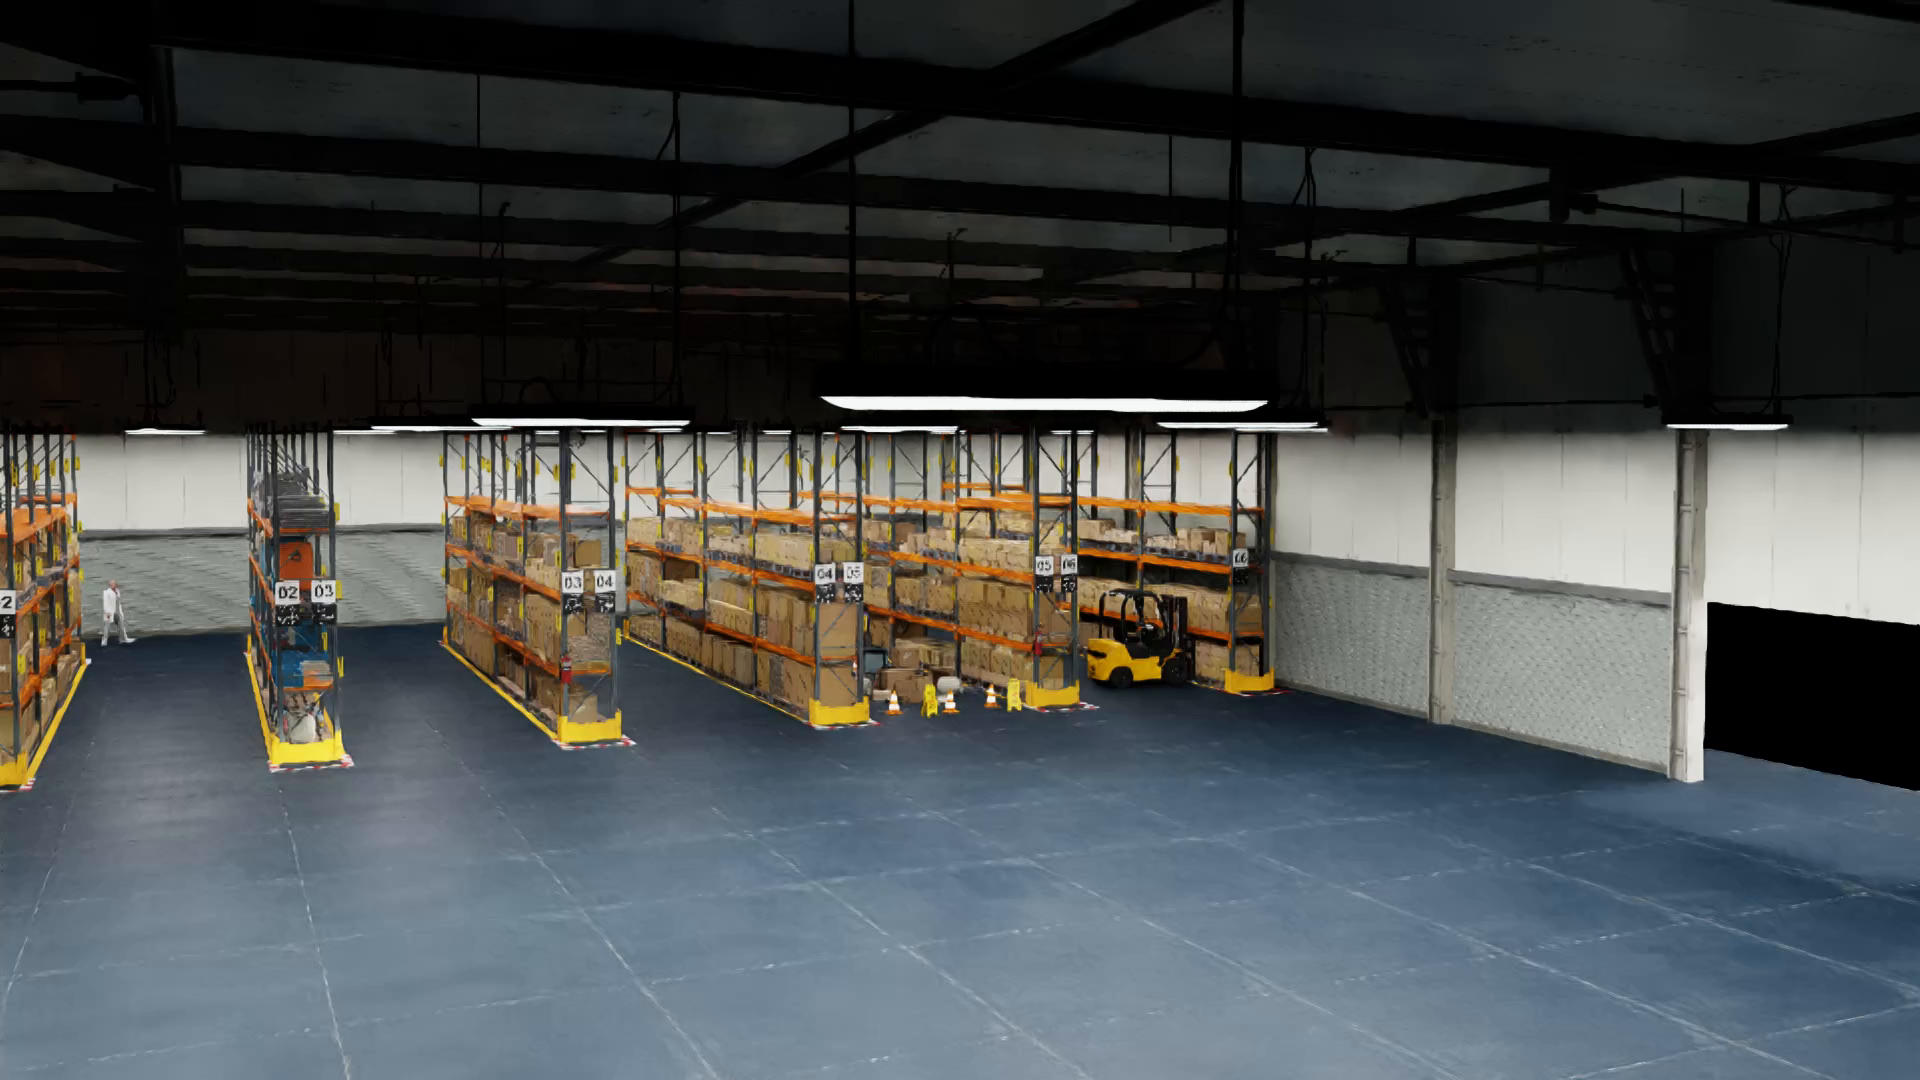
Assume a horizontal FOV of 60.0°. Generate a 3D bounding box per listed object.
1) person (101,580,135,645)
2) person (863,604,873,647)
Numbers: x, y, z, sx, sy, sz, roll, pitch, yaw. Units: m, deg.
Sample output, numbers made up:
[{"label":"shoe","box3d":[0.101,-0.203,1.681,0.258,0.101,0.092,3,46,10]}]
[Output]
[{"label":"person","box3d":[-23.229,1.967,45.687,0.616,1.770,0.782,1,4,16]},{"label":"person","box3d":[-2.321,2.367,40.265,0.551,1.653,0.573,0,4,3]}]
